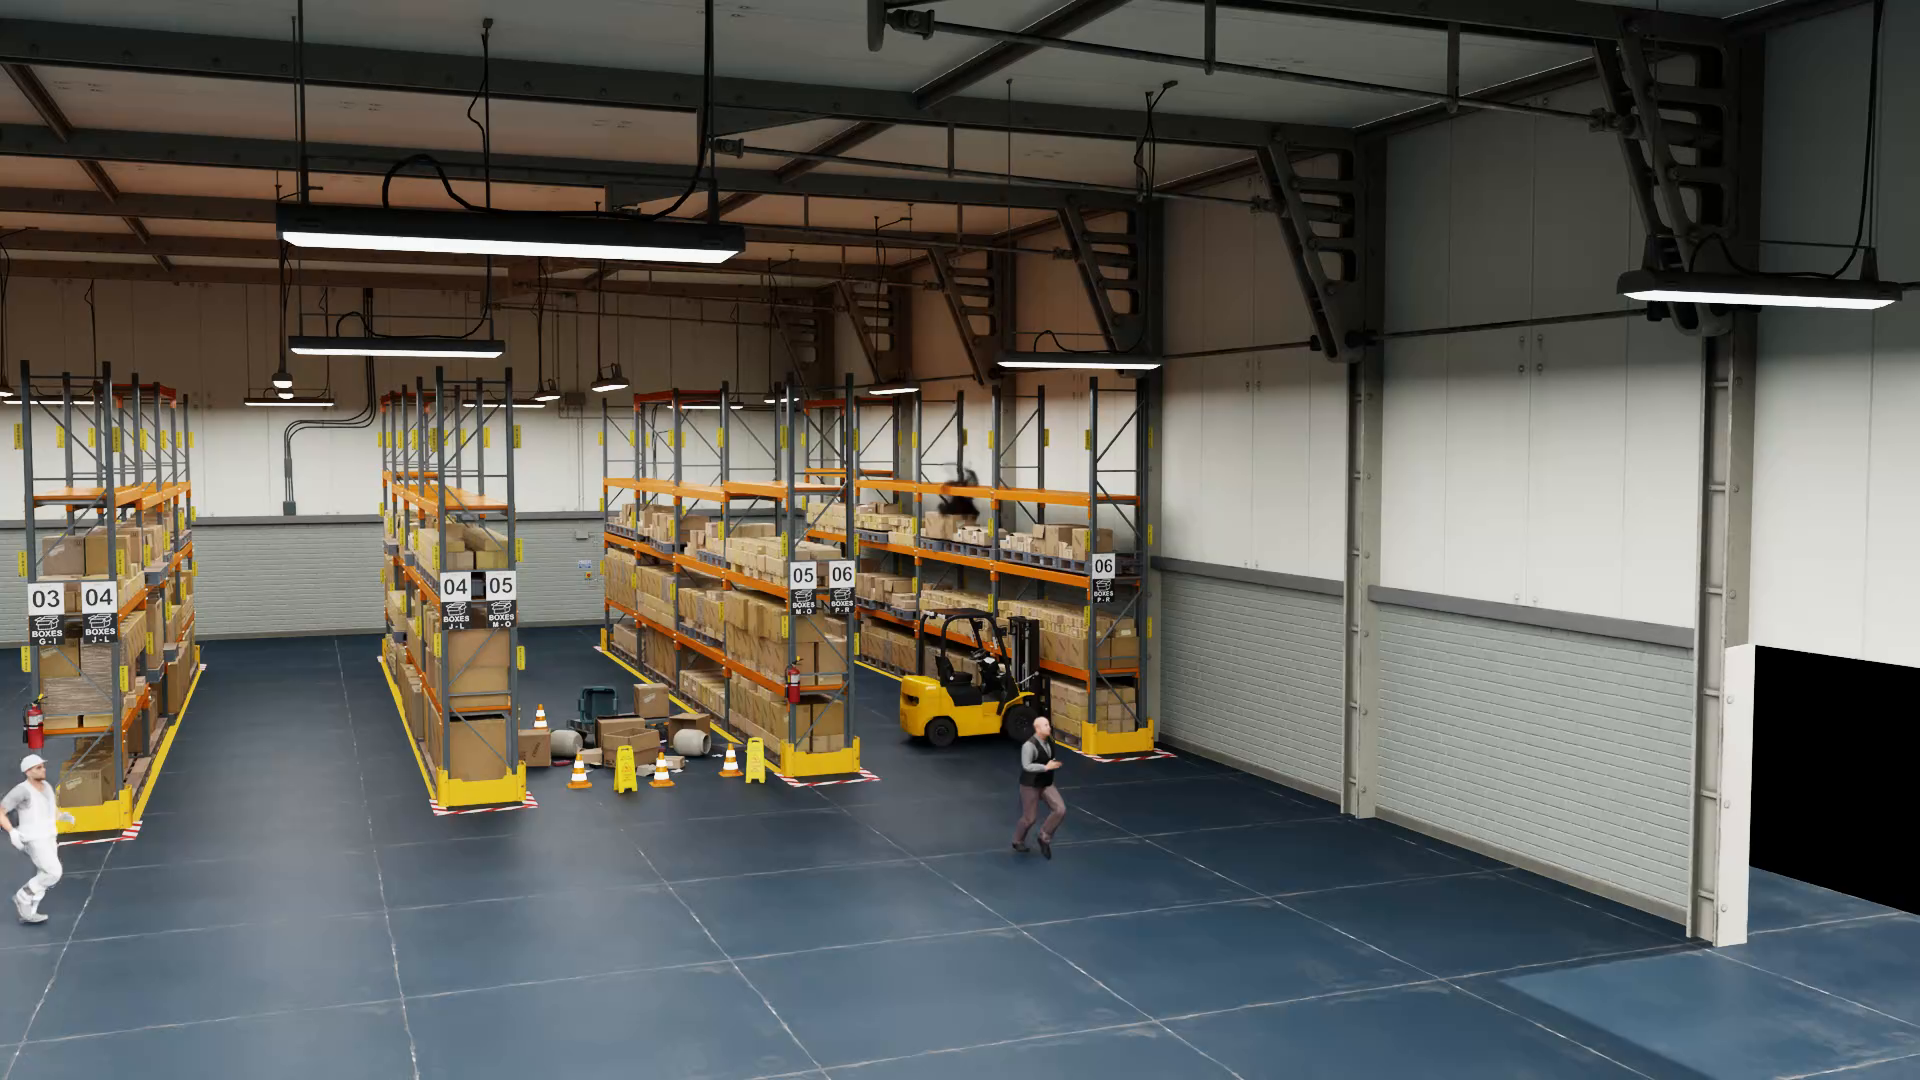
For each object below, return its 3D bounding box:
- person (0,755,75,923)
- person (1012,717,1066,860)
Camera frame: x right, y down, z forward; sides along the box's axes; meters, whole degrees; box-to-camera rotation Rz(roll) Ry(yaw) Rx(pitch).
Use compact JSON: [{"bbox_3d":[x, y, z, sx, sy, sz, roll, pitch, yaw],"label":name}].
[{"bbox_3d":[-9.466,3.084,17.156,0.603,1.739,0.664,0,3,4],"label":"person"},{"bbox_3d":[0.936,2.950,19.837,0.808,1.713,0.682,3,5,42],"label":"person"}]
